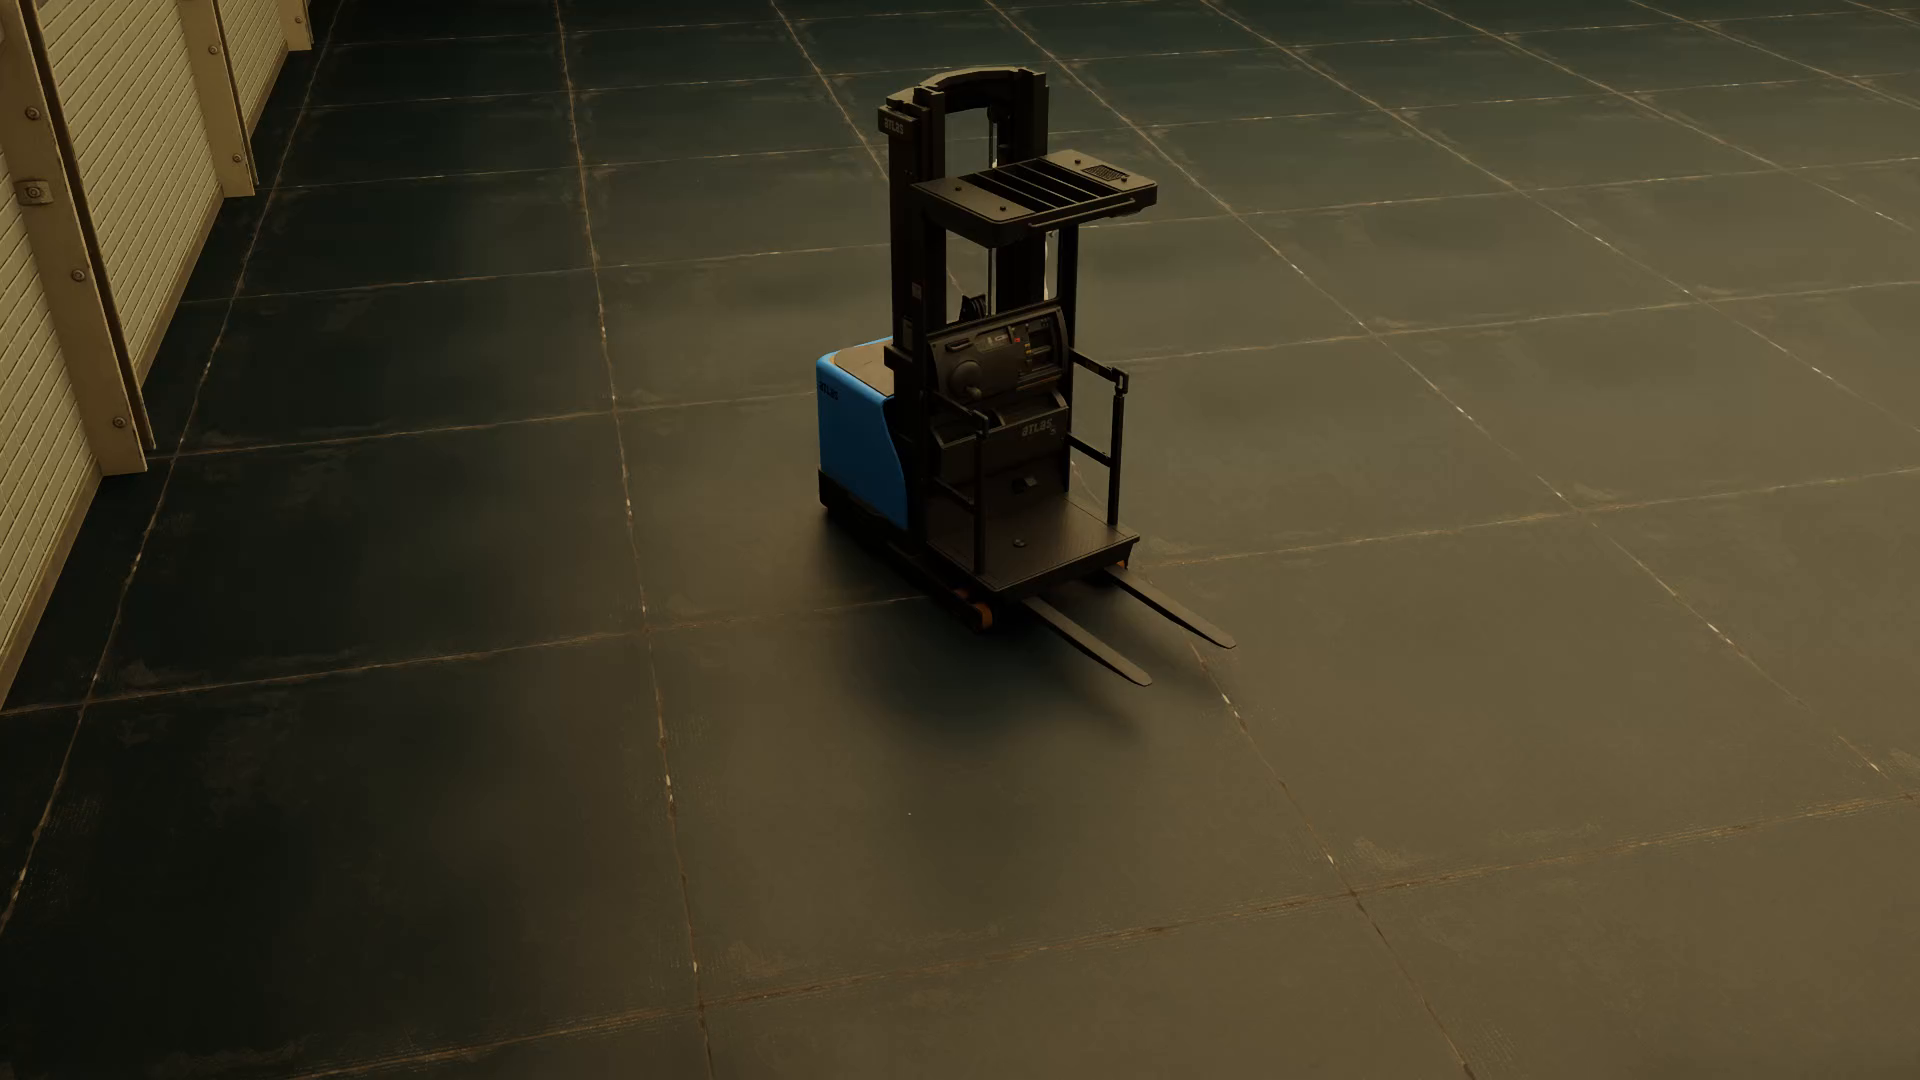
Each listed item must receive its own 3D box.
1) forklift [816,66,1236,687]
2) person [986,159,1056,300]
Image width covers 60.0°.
[{"bbox_3d":[0.355,-1.021,9.338,1.130,2.935,3.031,-20,35,-30],"label":"forklift"},{"bbox_3d":[0.445,-2.474,12.973,0.637,1.788,0.564,-7,31,-12],"label":"person"}]
